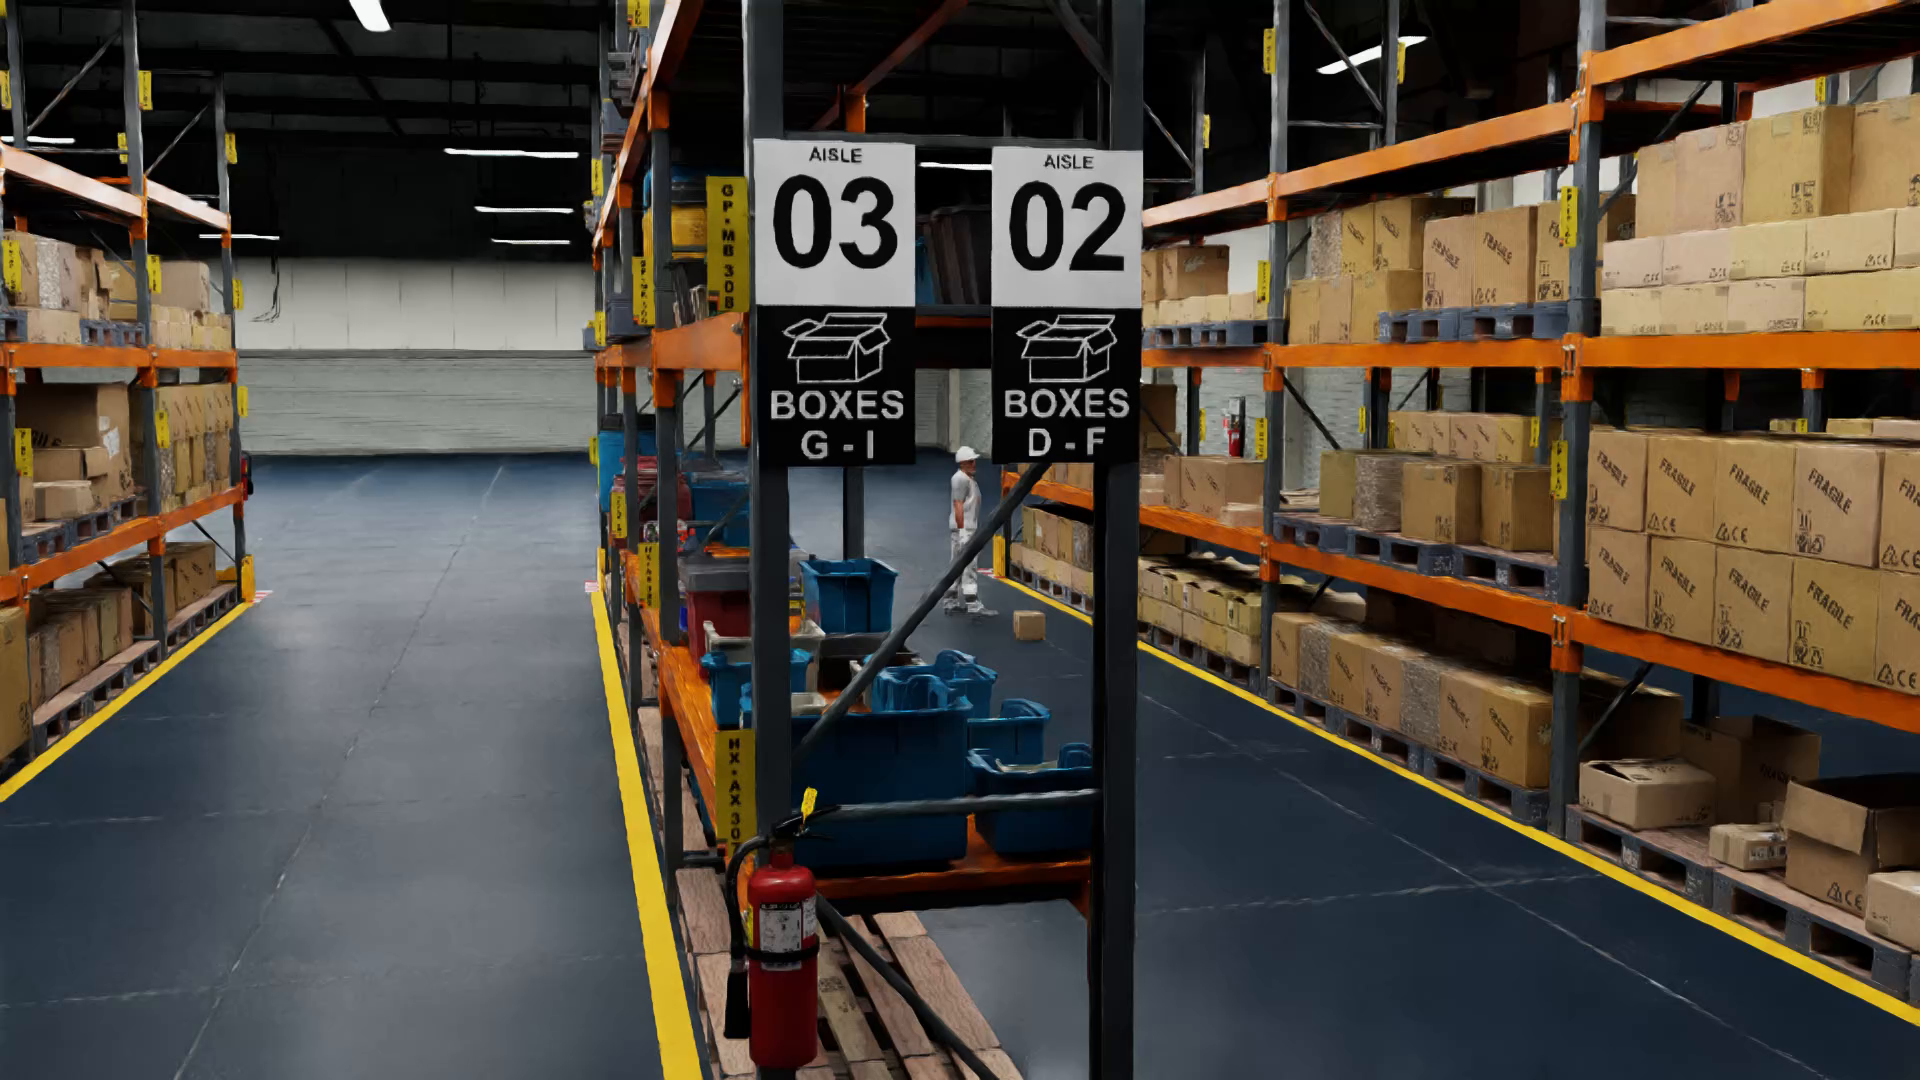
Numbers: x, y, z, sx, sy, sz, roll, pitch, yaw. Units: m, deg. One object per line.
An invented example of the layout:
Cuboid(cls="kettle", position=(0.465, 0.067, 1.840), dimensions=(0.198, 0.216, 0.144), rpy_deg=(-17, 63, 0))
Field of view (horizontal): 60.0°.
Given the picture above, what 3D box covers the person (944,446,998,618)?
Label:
Cuboid(cls="person", position=(0.111, -0.085, 17.359), dimensions=(0.586, 1.787, 0.682), rpy_deg=(0, 6, 3))
